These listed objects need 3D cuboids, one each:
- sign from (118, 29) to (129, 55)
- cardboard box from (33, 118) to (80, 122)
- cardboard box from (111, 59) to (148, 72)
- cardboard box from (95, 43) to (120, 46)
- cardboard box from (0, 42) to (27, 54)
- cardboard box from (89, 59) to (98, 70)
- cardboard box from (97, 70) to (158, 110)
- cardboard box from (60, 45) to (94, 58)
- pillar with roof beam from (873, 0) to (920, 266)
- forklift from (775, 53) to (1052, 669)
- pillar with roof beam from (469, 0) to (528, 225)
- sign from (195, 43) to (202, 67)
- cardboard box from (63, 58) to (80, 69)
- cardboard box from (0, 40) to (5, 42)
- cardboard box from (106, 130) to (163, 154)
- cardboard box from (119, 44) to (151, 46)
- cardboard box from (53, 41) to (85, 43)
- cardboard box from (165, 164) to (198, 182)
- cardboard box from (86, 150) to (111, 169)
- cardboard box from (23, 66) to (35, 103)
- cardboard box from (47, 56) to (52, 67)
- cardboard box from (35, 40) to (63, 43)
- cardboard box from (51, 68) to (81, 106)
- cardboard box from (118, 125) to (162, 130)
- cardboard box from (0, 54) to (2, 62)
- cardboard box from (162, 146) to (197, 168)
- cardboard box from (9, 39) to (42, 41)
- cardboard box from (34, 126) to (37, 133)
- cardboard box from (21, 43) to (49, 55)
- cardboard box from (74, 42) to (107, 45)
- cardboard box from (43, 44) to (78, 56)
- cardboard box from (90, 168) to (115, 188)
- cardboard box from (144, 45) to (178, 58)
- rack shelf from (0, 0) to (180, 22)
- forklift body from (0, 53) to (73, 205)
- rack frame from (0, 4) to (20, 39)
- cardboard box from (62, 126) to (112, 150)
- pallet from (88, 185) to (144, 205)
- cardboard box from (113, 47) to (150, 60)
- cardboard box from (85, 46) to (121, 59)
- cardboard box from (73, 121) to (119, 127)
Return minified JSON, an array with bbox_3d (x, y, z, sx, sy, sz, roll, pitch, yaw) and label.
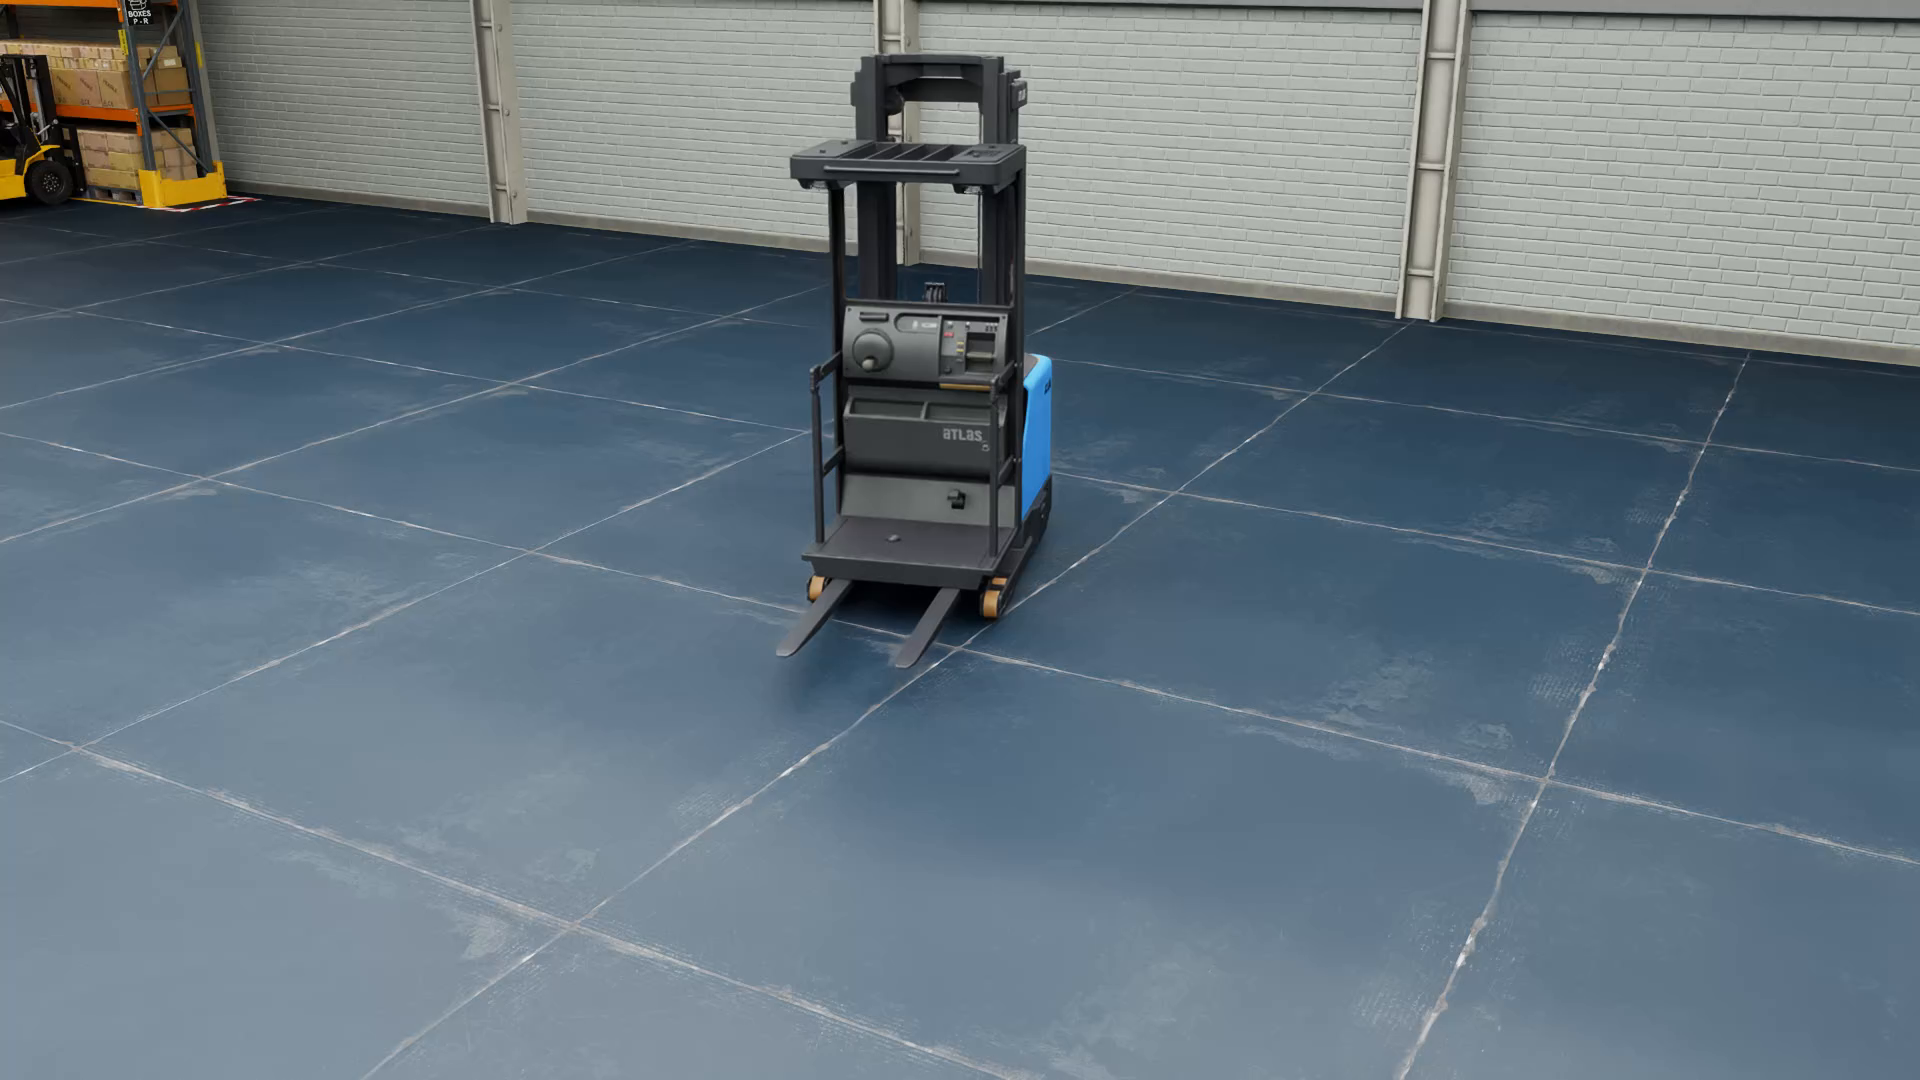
[{"bbox_3d":[-11.286,-6.718,22.441,0.005,0.325,0.100,11,23,27],"label":"sign"},{"bbox_3d":[-13.528,-6.158,24.892,0.500,0.250,0.500,10,22,27],"label":"cardboard box"},{"bbox_3d":[-11.449,-6.548,22.919,0.250,0.149,0.380,11,23,28],"label":"cardboard box"},{"bbox_3d":[-12.099,-7.008,23.752,0.250,0.149,0.380,12,23,29],"label":"cardboard box"},{"bbox_3d":[-13.694,-7.107,24.026,0.250,0.149,0.380,11,23,28],"label":"cardboard box"},{"bbox_3d":[-11.883,-6.643,23.181,0.250,0.149,0.380,11,23,28],"label":"cardboard box"},{"bbox_3d":[-11.567,-6.272,23.111,0.500,0.500,0.500,10,22,26],"label":"cardboard box"},{"bbox_3d":[-12.360,-6.851,23.319,0.250,0.149,0.380,11,23,29],"label":"cardboard box"},{"bbox_3d":[-2.801,-6.149,14.119,0.400,9.000,9.100,11,23,27],"label":"pillar with roof beam"},{"bbox_3d":[-0.240,-1.080,9.044,1.130,2.935,3.031,4,20,12],"label":"forklift"},{"bbox_3d":[-8.039,-7.146,16.870,0.400,9.000,9.100,11,23,27],"label":"pillar with roof beam"},{"bbox_3d":[-10.734,-6.830,23.409,0.005,0.325,0.100,11,23,27],"label":"sign"},{"bbox_3d":[-12.350,-6.718,23.388,0.250,0.149,0.380,10,22,26],"label":"cardboard box"},{"bbox_3d":[-14.087,-7.226,24.352,0.250,0.149,0.380,11,23,28],"label":"cardboard box"},{"bbox_3d":[-11.564,-5.580,23.300,0.500,0.250,0.500,12,23,29],"label":"cardboard box"},{"bbox_3d":[-11.648,-6.926,23.526,0.250,0.149,0.380,11,23,28],"label":"cardboard box"},{"bbox_3d":[-12.973,-7.193,24.261,0.250,0.149,0.380,11,22,27],"label":"cardboard box"},{"bbox_3d":[-11.343,-5.266,23.901,0.500,0.250,0.500,11,23,28],"label":"cardboard box"},{"bbox_3d":[-12.020,-5.436,23.635,0.500,0.250,0.500,11,22,27],"label":"cardboard box"},{"bbox_3d":[-13.336,-6.617,24.060,0.500,0.500,0.500,11,22,27],"label":"cardboard box"},{"bbox_3d":[-12.755,-6.822,23.676,0.250,0.149,0.380,11,22,27],"label":"cardboard box"},{"bbox_3d":[-13.390,-7.298,24.552,0.250,0.149,0.380,10,22,26],"label":"cardboard box"},{"bbox_3d":[-12.463,-6.446,23.591,0.500,0.500,0.500,10,22,26],"label":"cardboard box"},{"bbox_3d":[-11.775,-5.815,23.946,0.500,0.250,0.500,11,23,27],"label":"cardboard box"},{"bbox_3d":[-13.705,-6.967,24.074,0.250,0.149,0.380,11,23,28],"label":"cardboard box"},{"bbox_3d":[-11.319,-5.501,23.816,0.500,0.250,0.500,11,23,28],"label":"cardboard box"},{"bbox_3d":[-13.877,-7.361,24.726,0.250,0.149,0.380,10,22,26],"label":"cardboard box"},{"bbox_3d":[-13.351,-5.920,24.238,0.500,0.250,0.500,12,23,29],"label":"cardboard box"},{"bbox_3d":[-13.205,-7.047,23.858,0.250,0.149,0.380,11,23,27],"label":"cardboard box"},{"bbox_3d":[-12.535,-7.098,24.001,0.250,0.149,0.380,11,23,28],"label":"cardboard box"},{"bbox_3d":[-12.767,-6.963,23.629,0.250,0.149,0.380,11,23,28],"label":"cardboard box"},{"bbox_3d":[-12.003,-5.196,23.707,0.500,0.250,0.500,11,23,27],"label":"cardboard box"},{"bbox_3d":[-11.199,-6.833,23.269,0.250,0.149,0.380,10,22,26],"label":"cardboard box"},{"bbox_3d":[-12.756,-7.626,23.646,4.000,0.370,1.077,11,23,27],"label":"rack shelf"},{"bbox_3d":[-13.555,-5.595,22.635,1.214,2.155,2.313,11,23,27],"label":"forklift body"},{"bbox_3d":[-14.502,-6.887,24.952,0.127,3.000,1.000,11,23,27],"label":"rack frame"},{"bbox_3d":[-12.458,-5.744,23.752,0.500,0.250,0.500,11,23,28],"label":"cardboard box"},{"bbox_3d":[-11.698,-5.025,23.909,1.213,0.211,1.003,11,23,27],"label":"pallet"},{"bbox_3d":[-11.425,-6.710,22.931,0.250,0.149,0.380,11,23,27],"label":"cardboard box"},{"bbox_3d":[-11.897,-6.777,23.116,0.250,0.149,0.380,11,23,28],"label":"cardboard box"},{"bbox_3d":[-12.650,-5.988,24.425,0.500,0.250,0.500,10,22,26],"label":"cardboard box"}]
